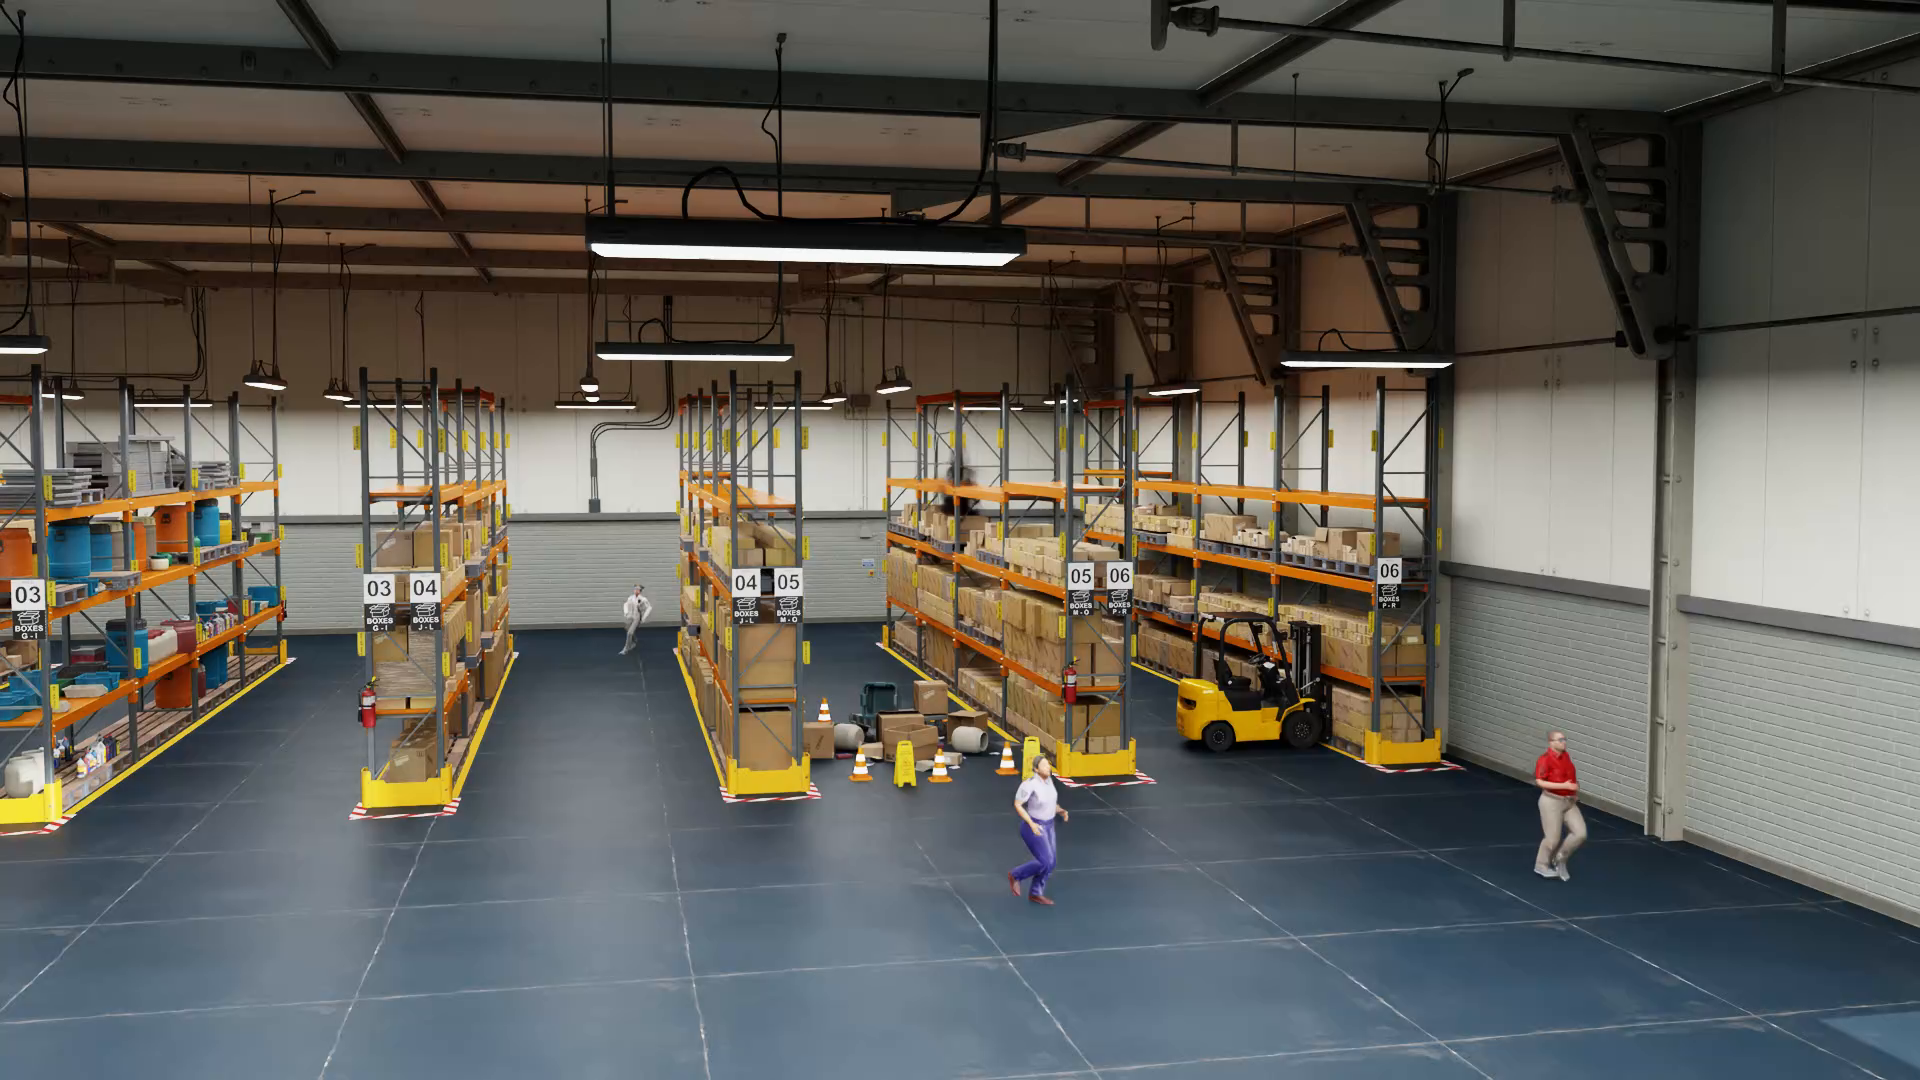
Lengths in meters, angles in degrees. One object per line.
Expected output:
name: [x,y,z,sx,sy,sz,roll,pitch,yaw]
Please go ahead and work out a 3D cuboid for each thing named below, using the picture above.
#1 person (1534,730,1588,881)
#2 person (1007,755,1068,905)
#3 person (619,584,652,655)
person: [6.835,3.034,18.864,0.644,1.736,0.656,-2,4,-28]
person: [0.861,3.134,18.032,0.586,1.617,0.598,2,4,34]
person: [-7.618,1.848,39.088,0.675,1.645,0.842,1,4,18]
